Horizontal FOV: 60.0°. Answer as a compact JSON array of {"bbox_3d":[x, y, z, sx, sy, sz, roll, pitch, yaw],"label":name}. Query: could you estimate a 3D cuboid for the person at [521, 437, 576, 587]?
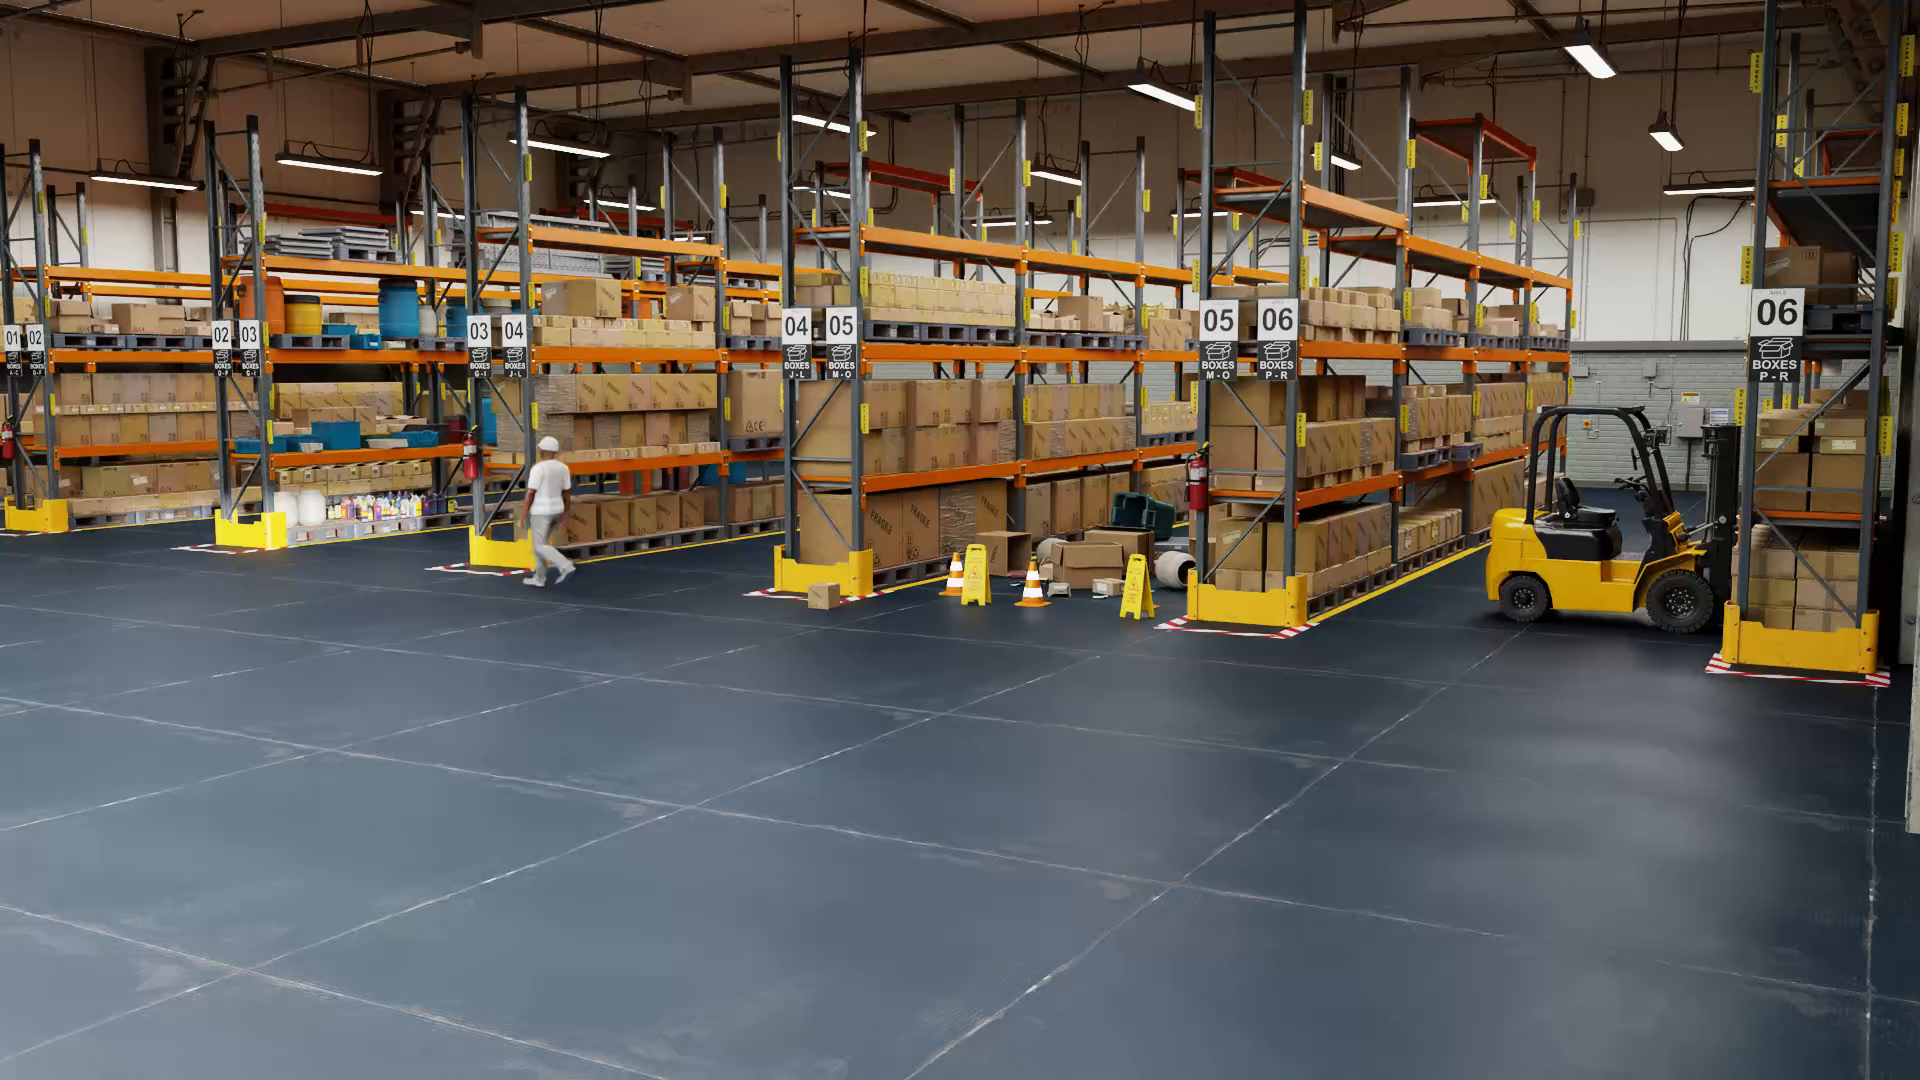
[{"bbox_3d":[-4.714,-0.312,19.014,0.894,1.740,0.553,3,7,26],"label":"person"}]
